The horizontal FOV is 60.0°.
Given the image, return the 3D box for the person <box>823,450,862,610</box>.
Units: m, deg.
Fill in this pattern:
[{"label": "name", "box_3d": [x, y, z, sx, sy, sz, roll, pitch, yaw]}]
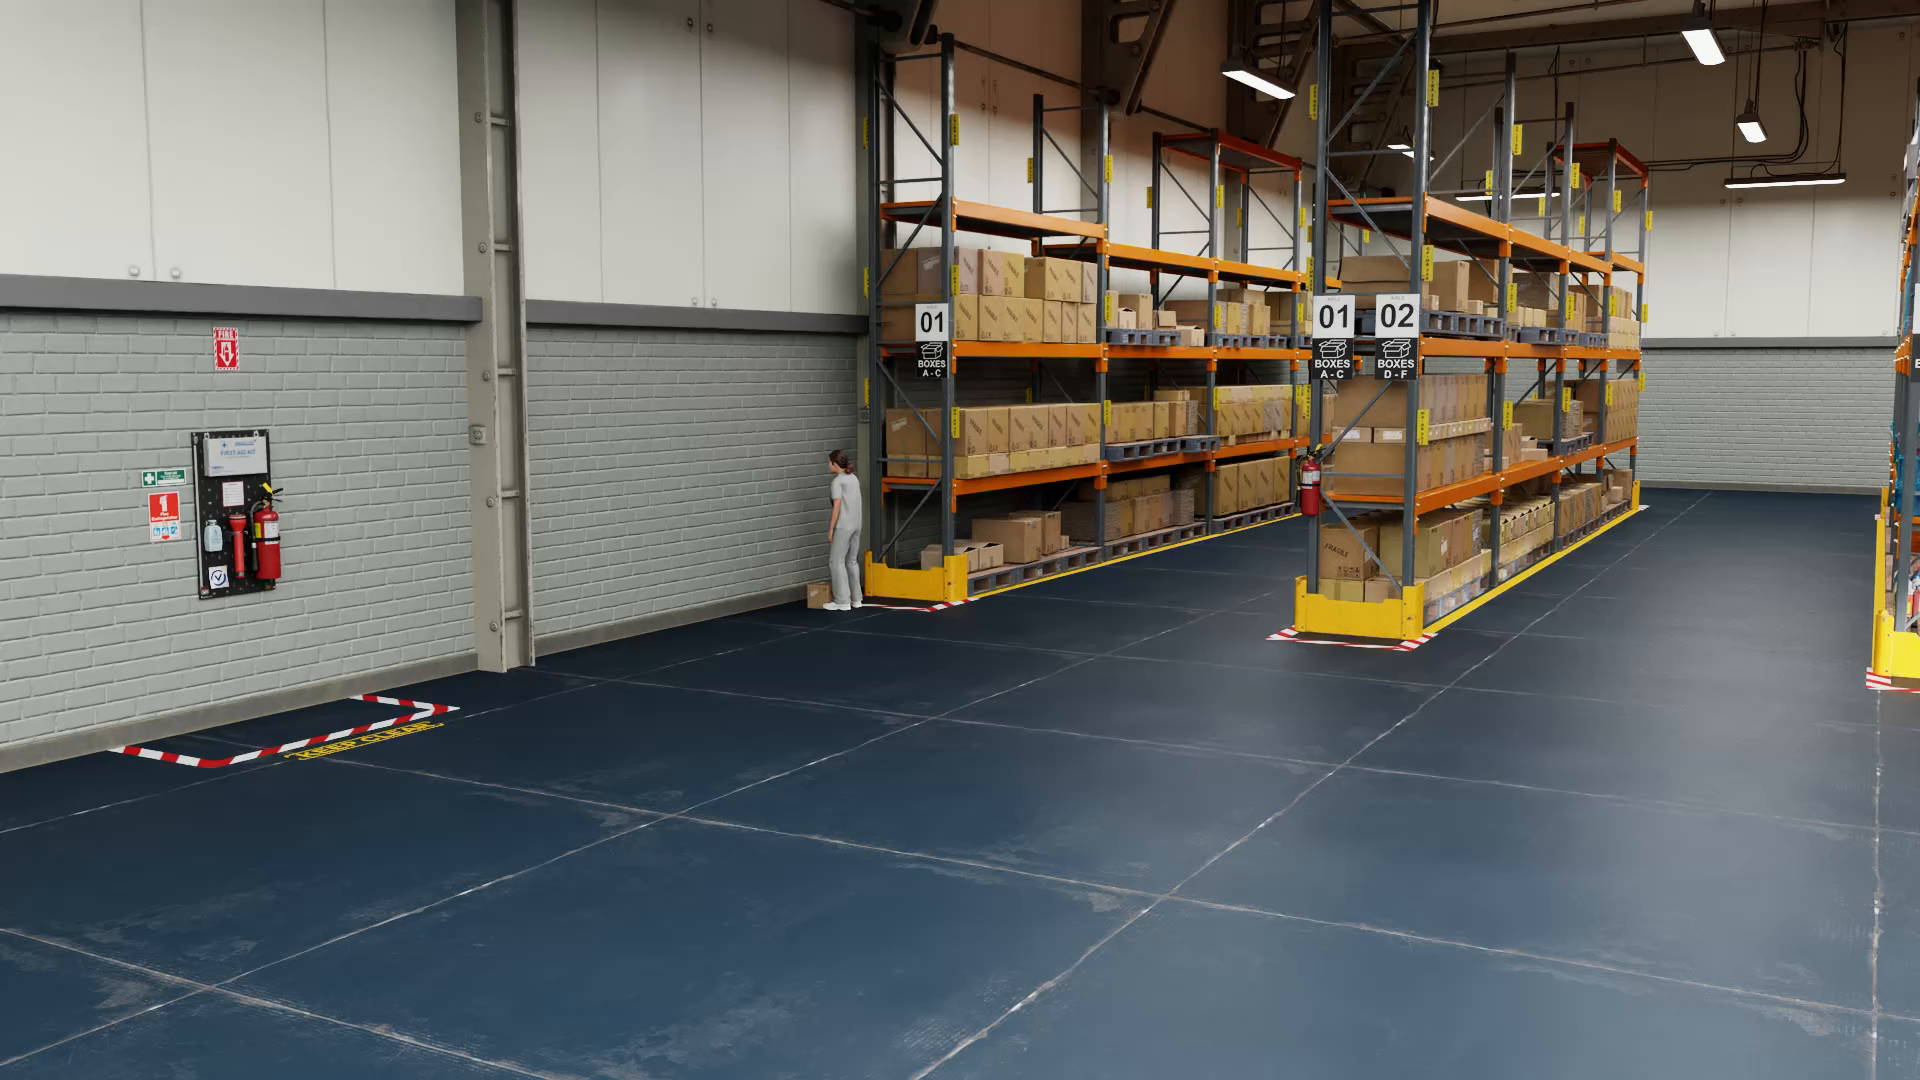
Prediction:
[{"label": "person", "box_3d": [-1.215, -0.110, 17.377, 0.360, 1.672, 0.485, 3, 7, 29]}]
